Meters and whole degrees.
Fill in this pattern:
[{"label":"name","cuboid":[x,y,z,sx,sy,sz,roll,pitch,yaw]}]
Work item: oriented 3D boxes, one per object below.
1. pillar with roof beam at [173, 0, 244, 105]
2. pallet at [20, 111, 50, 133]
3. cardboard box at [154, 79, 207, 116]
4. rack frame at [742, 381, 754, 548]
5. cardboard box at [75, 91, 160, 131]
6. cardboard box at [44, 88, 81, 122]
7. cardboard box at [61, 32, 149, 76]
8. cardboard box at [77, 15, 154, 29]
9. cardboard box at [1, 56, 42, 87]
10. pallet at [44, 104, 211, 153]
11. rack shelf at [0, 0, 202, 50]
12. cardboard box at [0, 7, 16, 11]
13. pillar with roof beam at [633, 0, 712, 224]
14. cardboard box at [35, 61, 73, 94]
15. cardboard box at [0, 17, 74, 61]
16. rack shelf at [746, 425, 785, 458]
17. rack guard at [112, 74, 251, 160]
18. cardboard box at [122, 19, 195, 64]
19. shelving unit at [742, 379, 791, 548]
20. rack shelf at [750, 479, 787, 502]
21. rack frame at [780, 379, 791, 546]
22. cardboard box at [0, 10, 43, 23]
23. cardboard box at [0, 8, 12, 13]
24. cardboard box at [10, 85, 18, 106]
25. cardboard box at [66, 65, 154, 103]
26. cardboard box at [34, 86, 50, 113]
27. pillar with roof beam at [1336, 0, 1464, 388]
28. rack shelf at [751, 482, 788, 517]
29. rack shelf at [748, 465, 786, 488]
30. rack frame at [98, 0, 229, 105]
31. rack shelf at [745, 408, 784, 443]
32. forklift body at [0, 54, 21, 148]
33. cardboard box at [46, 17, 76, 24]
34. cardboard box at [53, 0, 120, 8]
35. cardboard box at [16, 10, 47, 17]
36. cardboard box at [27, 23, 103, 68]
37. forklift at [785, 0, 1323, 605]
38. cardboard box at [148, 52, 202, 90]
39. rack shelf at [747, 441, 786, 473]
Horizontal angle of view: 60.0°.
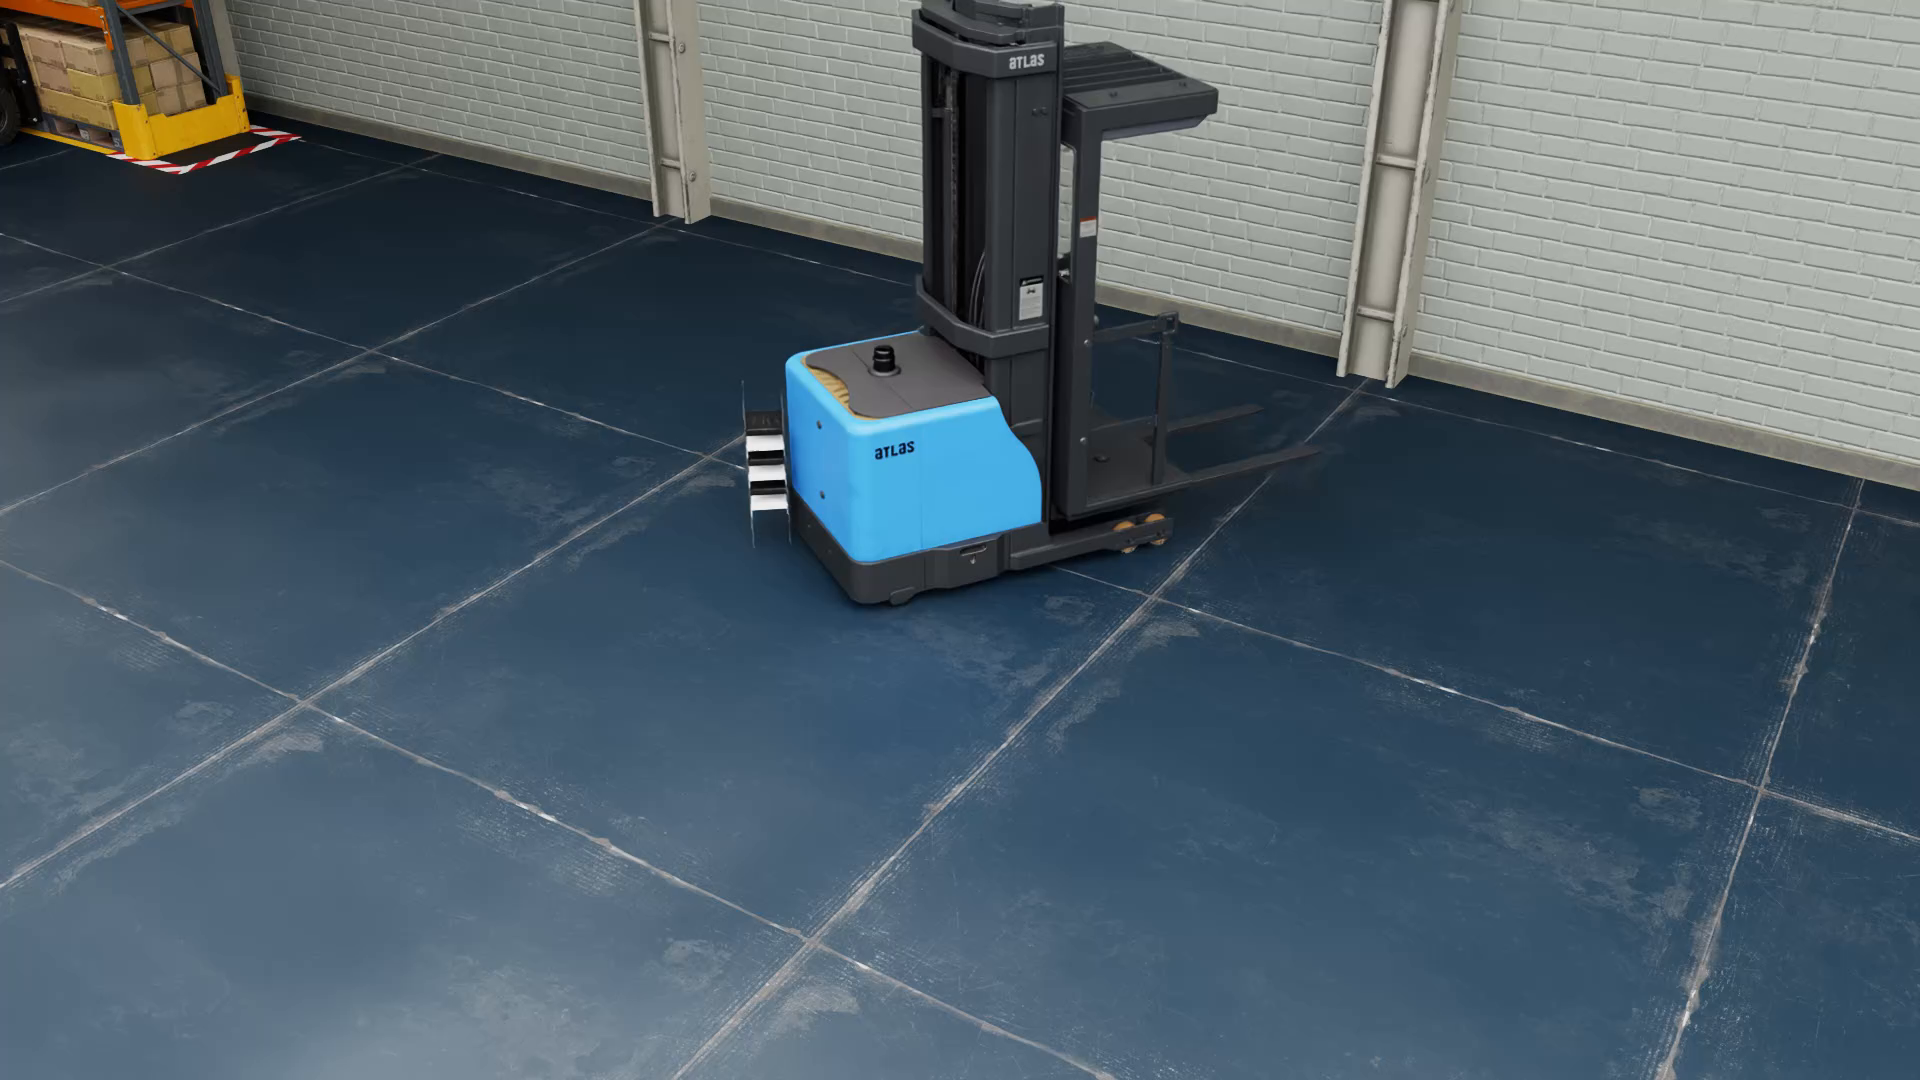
[{"label":"pillar with roof beam","cuboid":[-9.685,-6.380,11.256,0.400,9.000,9.100,18,35,27]},{"label":"pallet","cuboid":[-8.985,-4.365,16.523,1.213,0.211,1.003,18,35,27]},{"label":"cardboard box","cuboid":[-7.598,-4.264,15.894,0.500,0.250,0.500,18,35,28]},{"label":"rack frame","cuboid":[-1.154,-0.405,9.051,0.006,0.900,0.240,-3,30,-6]},{"label":"cardboard box","cuboid":[-7.852,-4.040,15.510,0.500,0.250,0.500,18,35,28]},{"label":"cardboard box","cuboid":[-8.268,-4.177,15.745,0.500,0.250,0.500,18,35,27]},{"label":"cardboard box","cuboid":[-7.842,-4.471,15.257,0.500,0.250,0.500,19,35,29]},{"label":"cardboard box","cuboid":[-8.018,-4.823,15.860,0.500,0.250,0.500,18,35,27]},{"label":"cardboard box","cuboid":[-8.732,-4.530,15.854,0.500,0.250,0.500,17,34,26]},{"label":"pallet","cuboid":[-7.956,-4.038,15.962,1.213,0.211,1.003,18,35,27]},{"label":"rack shelf","cuboid":[-8.980,-5.280,16.038,4.000,0.370,1.077,18,35,27]},{"label":"cardboard box","cuboid":[-9.296,-5.233,16.562,0.500,0.250,0.500,18,35,28]},{"label":"pillar with roof beam","cuboid":[-4.603,-4.773,8.501,0.400,9.000,9.100,18,35,27]},{"label":"cardboard box","cuboid":[-8.283,-4.401,15.633,0.500,0.250,0.500,17,34,27]},{"label":"cardboard box","cuboid":[-8.710,-4.736,15.712,0.500,0.250,0.500,18,35,28]},{"label":"rack shelf","cuboid":[-1.053,-0.538,8.988,0.200,0.077,0.258,-3,30,-6]},{"label":"rack guard","cuboid":[-7.266,-3.969,15.557,0.348,0.500,1.175,18,35,27]},{"label":"cardboard box","cuboid":[-7.592,-4.690,15.633,0.500,0.250,0.500,17,34,27]},{"label":"shelving unit","cuboid":[-1.053,-0.411,9.062,0.210,0.900,0.258,-3,30,-6]},{"label":"rack shelf","cuboid":[-1.053,-0.305,9.124,0.200,0.077,0.258,-3,30,-6]},{"label":"rack frame","cuboid":[-0.952,-0.417,9.072,0.006,0.900,0.240,-3,30,-6]},{"label":"cardboard box","cuboid":[-9.135,-4.875,15.950,0.500,0.250,0.500,17,34,26]},{"label":"cardboard box","cuboid":[-9.576,-5.019,16.196,0.500,0.250,0.500,19,35,29]},{"label":"cardboard box","cuboid":[-9.139,-4.445,16.204,0.500,0.250,0.500,19,35,29]},{"label":"cardboard box","cuboid":[-7.864,-4.262,15.394,0.500,0.250,0.500,17,34,27]},{"label":"cardboard box","cuboid":[-8.687,-4.315,15.982,0.500,0.250,0.500,18,35,28]},{"label":"pillar with roof beam","cuboid":[0.479,-3.166,5.746,0.400,9.000,9.100,18,35,27]},{"label":"rack shelf","cuboid":[-1.053,-0.227,9.169,0.200,0.077,0.258,-3,30,-6]},{"label":"rack shelf","cuboid":[-1.053,-0.382,9.079,0.200,0.077,0.258,-3,30,-6]},{"label":"rack frame","cuboid":[-7.286,-5.055,14.939,0.127,3.000,1.000,18,35,27]},{"label":"rack shelf","cuboid":[-1.053,-0.616,8.943,0.200,0.077,0.258,-3,30,-6]},{"label":"forklift body","cuboid":[-9.862,-4.418,14.688,1.214,2.155,2.313,18,35,27]},{"label":"cardboard box","cuboid":[-8.435,-4.961,16.097,0.500,0.250,0.500,17,34,27]},{"label":"cardboard box","cuboid":[-7.842,-5.118,14.947,0.500,0.500,0.500,17,34,26]},{"label":"cardboard box","cuboid":[-8.866,-5.101,16.337,0.500,0.250,0.500,17,34,26]},{"label":"cardboard box","cuboid":[-8.277,-4.605,15.487,0.500,0.250,0.500,18,35,28]},{"label":"forklift","cuboid":[0.617,-1.425,8.785,3.031,2.935,1.130,-14,33,-22]},{"label":"cardboard box","cuboid":[-7.574,-4.479,15.767,0.500,0.250,0.500,18,35,28]},{"label":"rack shelf","cuboid":[-1.053,-0.460,9.033,0.200,0.077,0.258,-3,30,-6]}]
